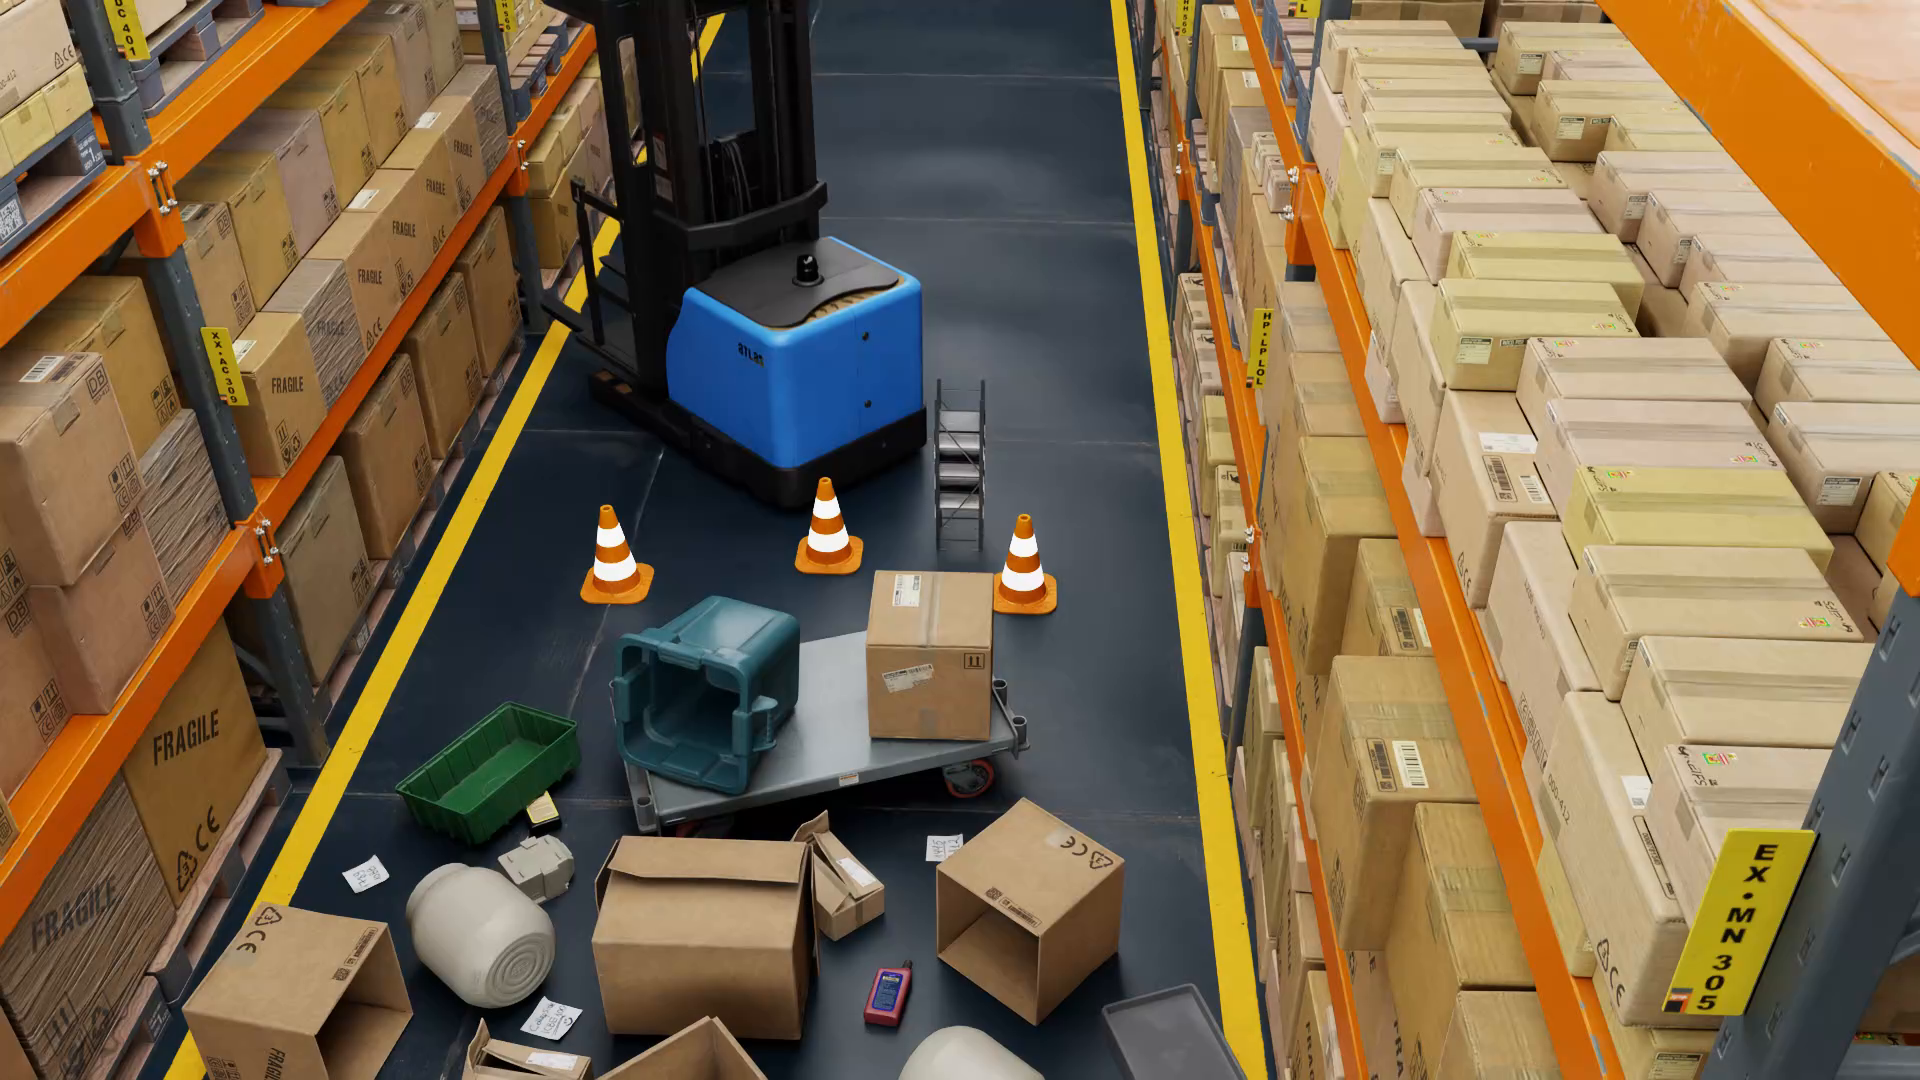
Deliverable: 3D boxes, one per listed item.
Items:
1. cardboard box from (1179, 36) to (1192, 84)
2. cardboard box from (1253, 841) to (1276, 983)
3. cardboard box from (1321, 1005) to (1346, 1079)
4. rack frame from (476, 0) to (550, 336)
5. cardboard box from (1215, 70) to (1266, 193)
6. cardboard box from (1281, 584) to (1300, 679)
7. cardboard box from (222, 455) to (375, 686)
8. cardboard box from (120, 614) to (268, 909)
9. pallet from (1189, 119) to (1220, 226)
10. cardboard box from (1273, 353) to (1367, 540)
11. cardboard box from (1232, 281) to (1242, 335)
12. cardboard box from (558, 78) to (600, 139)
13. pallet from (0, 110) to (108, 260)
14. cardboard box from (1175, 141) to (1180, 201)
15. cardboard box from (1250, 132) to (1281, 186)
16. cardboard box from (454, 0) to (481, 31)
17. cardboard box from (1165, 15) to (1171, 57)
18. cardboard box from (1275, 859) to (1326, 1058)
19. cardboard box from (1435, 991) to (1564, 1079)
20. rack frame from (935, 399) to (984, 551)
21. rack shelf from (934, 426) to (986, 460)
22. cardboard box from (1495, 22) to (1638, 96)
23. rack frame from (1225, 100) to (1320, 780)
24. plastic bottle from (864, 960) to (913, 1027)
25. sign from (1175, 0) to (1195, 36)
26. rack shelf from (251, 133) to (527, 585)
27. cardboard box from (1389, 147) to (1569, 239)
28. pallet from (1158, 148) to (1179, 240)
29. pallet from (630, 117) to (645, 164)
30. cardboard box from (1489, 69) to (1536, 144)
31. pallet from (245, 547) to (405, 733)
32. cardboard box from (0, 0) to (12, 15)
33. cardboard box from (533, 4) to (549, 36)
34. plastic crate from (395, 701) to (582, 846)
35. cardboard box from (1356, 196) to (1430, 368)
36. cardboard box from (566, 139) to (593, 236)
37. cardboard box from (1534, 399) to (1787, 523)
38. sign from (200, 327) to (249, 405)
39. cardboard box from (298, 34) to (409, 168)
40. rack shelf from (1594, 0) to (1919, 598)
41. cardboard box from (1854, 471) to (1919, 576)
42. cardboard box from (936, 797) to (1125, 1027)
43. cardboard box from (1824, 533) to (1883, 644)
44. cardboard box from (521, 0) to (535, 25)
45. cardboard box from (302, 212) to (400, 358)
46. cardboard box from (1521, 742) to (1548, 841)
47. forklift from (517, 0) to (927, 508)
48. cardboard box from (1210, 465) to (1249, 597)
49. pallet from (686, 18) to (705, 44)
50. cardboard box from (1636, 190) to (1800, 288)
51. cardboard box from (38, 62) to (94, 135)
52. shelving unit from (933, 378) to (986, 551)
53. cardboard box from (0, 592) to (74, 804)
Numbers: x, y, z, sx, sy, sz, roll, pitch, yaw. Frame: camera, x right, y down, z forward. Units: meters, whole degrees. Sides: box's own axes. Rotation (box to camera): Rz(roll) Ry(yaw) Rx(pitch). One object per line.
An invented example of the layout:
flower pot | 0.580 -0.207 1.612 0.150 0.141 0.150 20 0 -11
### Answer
cardboard box | 1.590 -2.937 9.962 0.500 0.250 0.500 1 35 2
cardboard box | 1.360 1.381 6.148 0.500 0.250 0.500 3 35 5
cardboard box | 1.248 1.493 4.773 0.380 0.149 0.250 3 35 4
rack frame | -3.126 -2.566 9.738 1.000 3.000 0.127 1 35 2
cardboard box | 1.546 -1.986 8.203 0.500 0.500 0.500 2 35 3
cardboard box | 1.370 0.161 5.512 0.500 0.500 0.500 1 35 2
cardboard box | -3.352 0.122 7.505 1.050 0.750 0.750 1 35 2
cardboard box | -3.382 0.789 6.447 0.875 0.875 0.875 2 35 3
pallet | 1.902 -2.020 9.127 1.213 0.211 1.003 1 35 2
cardboard box | 1.387 -0.243 5.217 0.700 0.500 0.500 2 35 2
cardboard box | 1.418 -1.029 7.405 0.380 0.149 0.250 2 35 2
cardboard box | -2.803 -2.988 11.495 0.500 0.250 0.500 2 35 2
pallet | -3.330 -0.989 4.963 1.003 0.211 1.213 1 35 2
cardboard box | 1.975 -2.720 11.440 0.875 0.875 0.875 2 35 2
cardboard box | 1.459 -1.636 7.140 0.380 0.149 0.250 0 35 0
cardboard box | -2.914 -3.142 9.894 0.380 0.149 0.250 1 35 2
cardboard box | 1.626 -3.328 10.953 0.500 0.250 0.500 1 35 1
cardboard box | 1.338 1.373 5.507 0.500 0.500 0.500 3 35 4
cardboard box | 1.305 1.216 3.141 0.700 0.500 0.500 1 35 1
rack frame | -0.004 -0.314 8.360 0.240 0.900 0.006 1 35 2
rack shelf | 0.000 -0.493 8.359 0.258 0.077 0.200 1 35 2
cardboard box | 1.869 -1.475 5.103 0.380 0.149 0.250 2 35 3
rack frame | 1.664 -0.212 6.388 1.000 3.000 0.127 1 35 2
plastic bottle | -0.262 1.688 6.240 0.133 0.061 0.283 7 36 10
sign | 1.269 -2.995 9.341 0.100 0.325 0.005 1 35 2
rack shelf | -3.206 -1.123 8.310 1.077 0.370 4.000 1 35 2
cardboard box | 1.327 -0.894 4.275 0.380 0.149 0.250 0 35 0
pallet | 1.983 -2.519 12.097 1.003 0.211 1.213 1 35 2
pallet | -2.995 -3.276 13.174 1.003 0.211 1.213 1 35 2
cardboard box | 1.915 -1.239 5.112 0.500 0.250 0.500 1 35 1
pallet | -3.331 0.428 7.904 1.003 0.211 1.213 1 35 2
cardboard box | -2.993 -1.569 4.783 0.380 0.149 0.250 1 35 2
cardboard box | -2.876 -3.352 10.710 0.380 0.149 0.250 3 35 4
plastic crate | -1.985 0.989 7.075 0.450 0.188 0.662 11 35 32
cardboard box | 1.328 -0.669 4.302 0.500 0.250 0.500 2 35 2
cardboard box | -2.826 -2.405 11.317 0.500 0.500 0.500 2 35 2
cardboard box | 1.341 -0.145 3.209 0.380 0.149 0.250 1 35 2
sign | -2.732 -0.643 6.180 0.100 0.325 0.005 1 35 2
cardboard box | -3.191 -2.173 8.223 0.700 0.500 0.500 1 35 1
rack shelf | 1.583 -1.222 3.236 1.077 0.370 4.000 1 35 2
cardboard box | 1.871 0.006 2.994 0.380 0.149 0.250 1 35 2
cardboard box | 0.261 1.394 6.275 0.500 0.500 0.500 28 44 33
cardboard box | 1.819 0.227 3.027 0.500 0.250 0.500 1 35 1
cardboard box | -2.890 -3.339 10.433 0.380 0.149 0.250 0 35 0
cardboard box | -2.954 -1.182 7.682 0.500 0.500 0.500 1 35 2
cardboard box | 1.260 0.455 3.050 0.380 0.149 0.250 2 35 3
forklift | -1.555 -2.129 9.176 1.130 2.935 3.031 -28 44 -34
cardboard box | 1.708 -0.023 8.040 0.950 0.372 0.625 3 35 5
pallet | -2.927 -4.813 15.360 1.003 0.211 1.213 1 35 2
cardboard box | 1.884 -0.728 4.040 0.380 0.149 0.250 2 35 2
cardboard box | -2.982 -1.389 5.220 0.380 0.149 0.250 1 35 2
shelving unit | 0.000 -0.373 8.444 0.258 0.900 0.210 1 35 2
cardboard box | -3.428 0.507 5.235 0.875 0.550 0.550 1 35 2
